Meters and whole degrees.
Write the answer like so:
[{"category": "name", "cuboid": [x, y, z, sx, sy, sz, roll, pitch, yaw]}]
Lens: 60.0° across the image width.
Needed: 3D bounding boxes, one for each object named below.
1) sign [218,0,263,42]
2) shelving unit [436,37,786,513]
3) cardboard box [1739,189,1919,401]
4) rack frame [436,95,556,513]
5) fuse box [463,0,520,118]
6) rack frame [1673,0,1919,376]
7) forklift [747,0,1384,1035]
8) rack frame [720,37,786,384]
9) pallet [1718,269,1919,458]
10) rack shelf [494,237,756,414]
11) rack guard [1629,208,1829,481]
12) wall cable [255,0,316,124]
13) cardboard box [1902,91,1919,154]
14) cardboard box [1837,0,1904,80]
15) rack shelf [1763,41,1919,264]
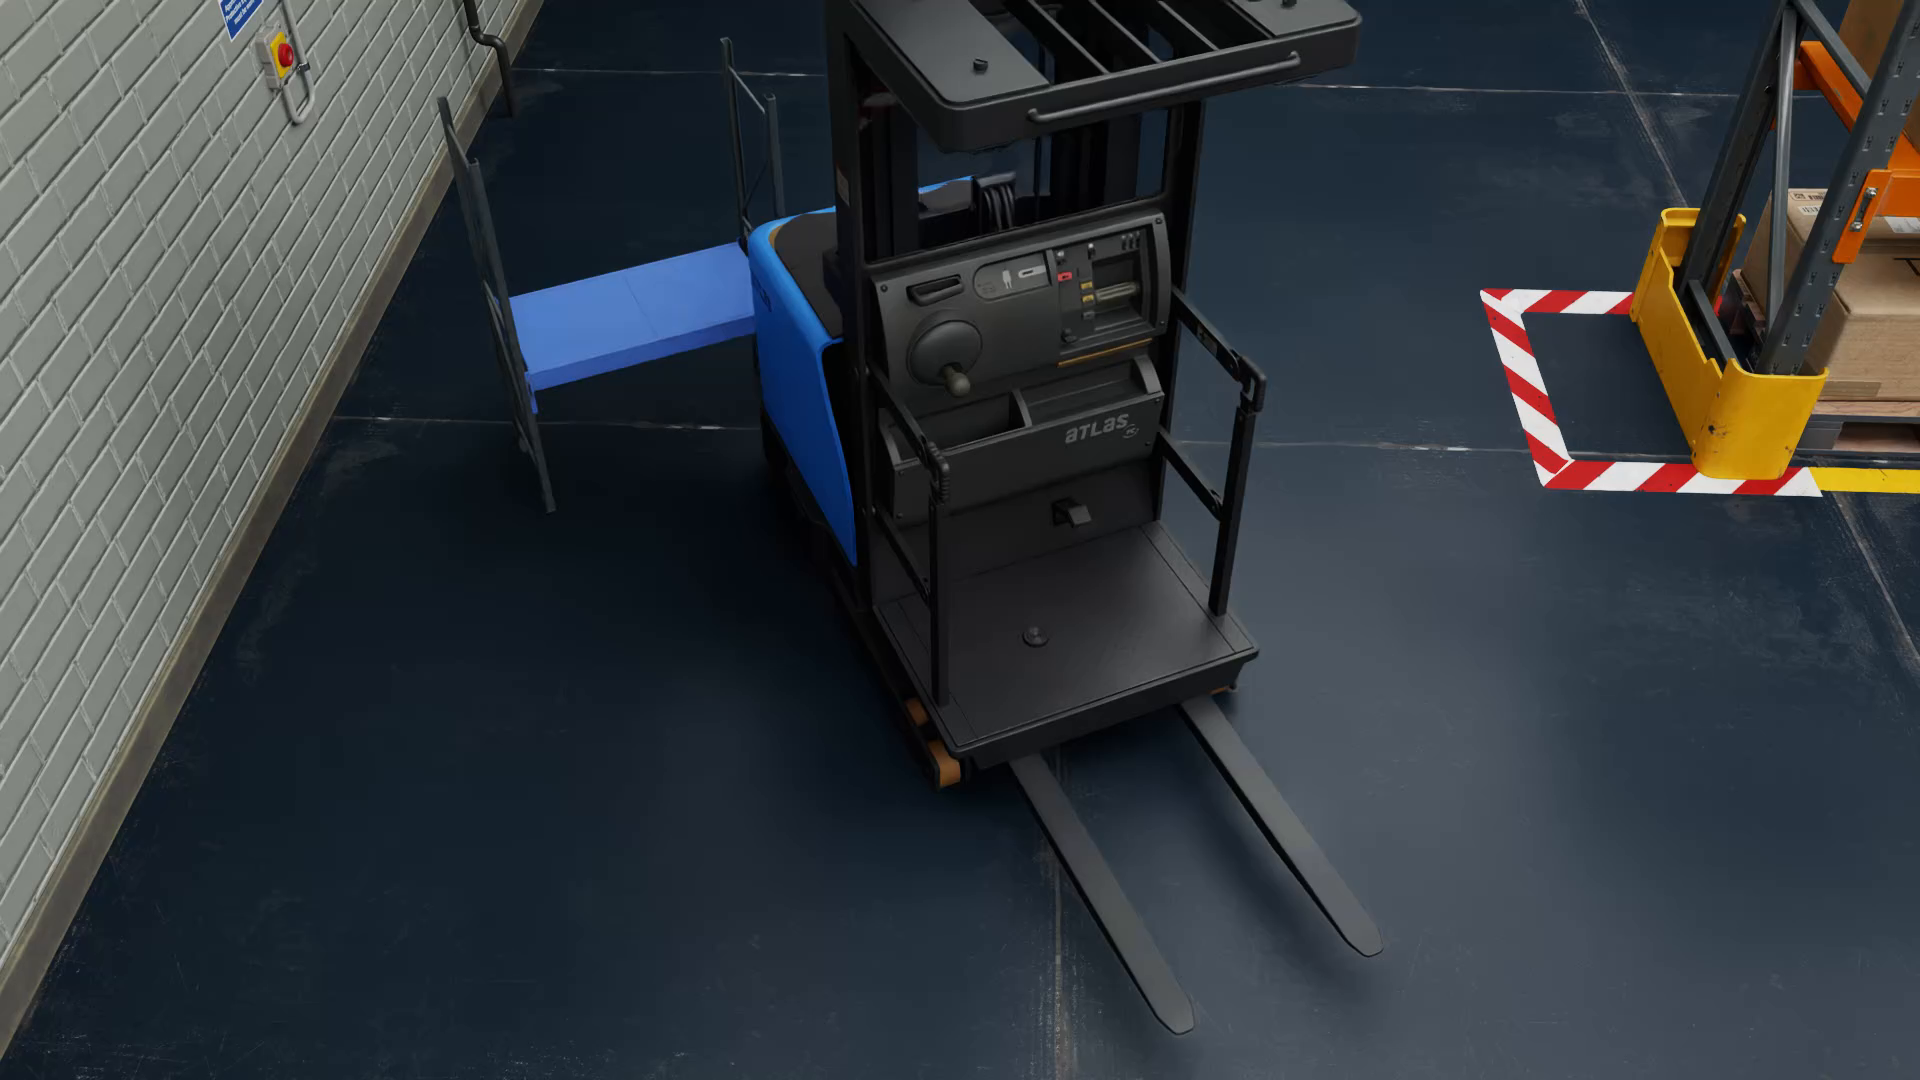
[{"category": "sign", "cuboid": [-2.581, -1.957, 5.951, 0.001, 0.218, 0.327, 2, 43, 2]}, {"category": "shelving unit", "cuboid": [-1.207, -0.959, 6.179, 1.048, 1.500, 0.538, -18, 46, -18]}, {"category": "cardboard box", "cuboid": [3.780, -0.996, 6.690, 0.875, 0.438, 0.875, 0, 43, 0]}, {"category": "rack frame", "cuboid": [-1.667, -0.812, 6.021, 0.032, 1.500, 0.500, -18, 46, -18]}, {"category": "fuse box", "cuboid": [-2.277, -2.843, 8.047, 0.414, 1.711, 0.539, 2, 43, 2]}, {"category": "rack frame", "cuboid": [3.117, -1.732, 5.908, 0.127, 3.000, 1.000, 2, 43, 2]}, {"category": "forklift", "cuboid": [0.285, -0.609, 4.753, 1.130, 2.935, 3.031, -17, 45, -17]}, {"category": "rack frame", "cuboid": [-0.746, -1.106, 6.337, 0.032, 1.500, 0.500, -18, 46, -18]}, {"category": "pallet", "cuboid": [3.919, -0.740, 6.889, 1.213, 0.211, 1.003, 2, 43, 2]}, {"category": "rack shelf", "cuboid": [-1.207, -0.827, 6.302, 1.000, 0.185, 0.538, -18, 46, -18]}, {"category": "rack guard", "cuboid": [3.093, -0.818, 6.761, 0.348, 0.500, 1.175, 2, 43, 2]}, {"category": "wall cable", "cuboid": [-2.517, -2.272, 5.720, 0.123, 1.953, 0.585, 2, 43, 2]}, {"category": "cardboard box", "cuboid": [3.583, -1.558, 5.648, 0.500, 0.500, 0.500, 1, 43, 2]}, {"category": "cardboard box", "cuboid": [3.610, -1.934, 6.052, 0.500, 0.500, 0.500, 2, 43, 2]}, {"category": "rack shelf", "cuboid": [5.115, -1.407, 6.087, 4.000, 0.370, 1.077, 2, 43, 2]}]
